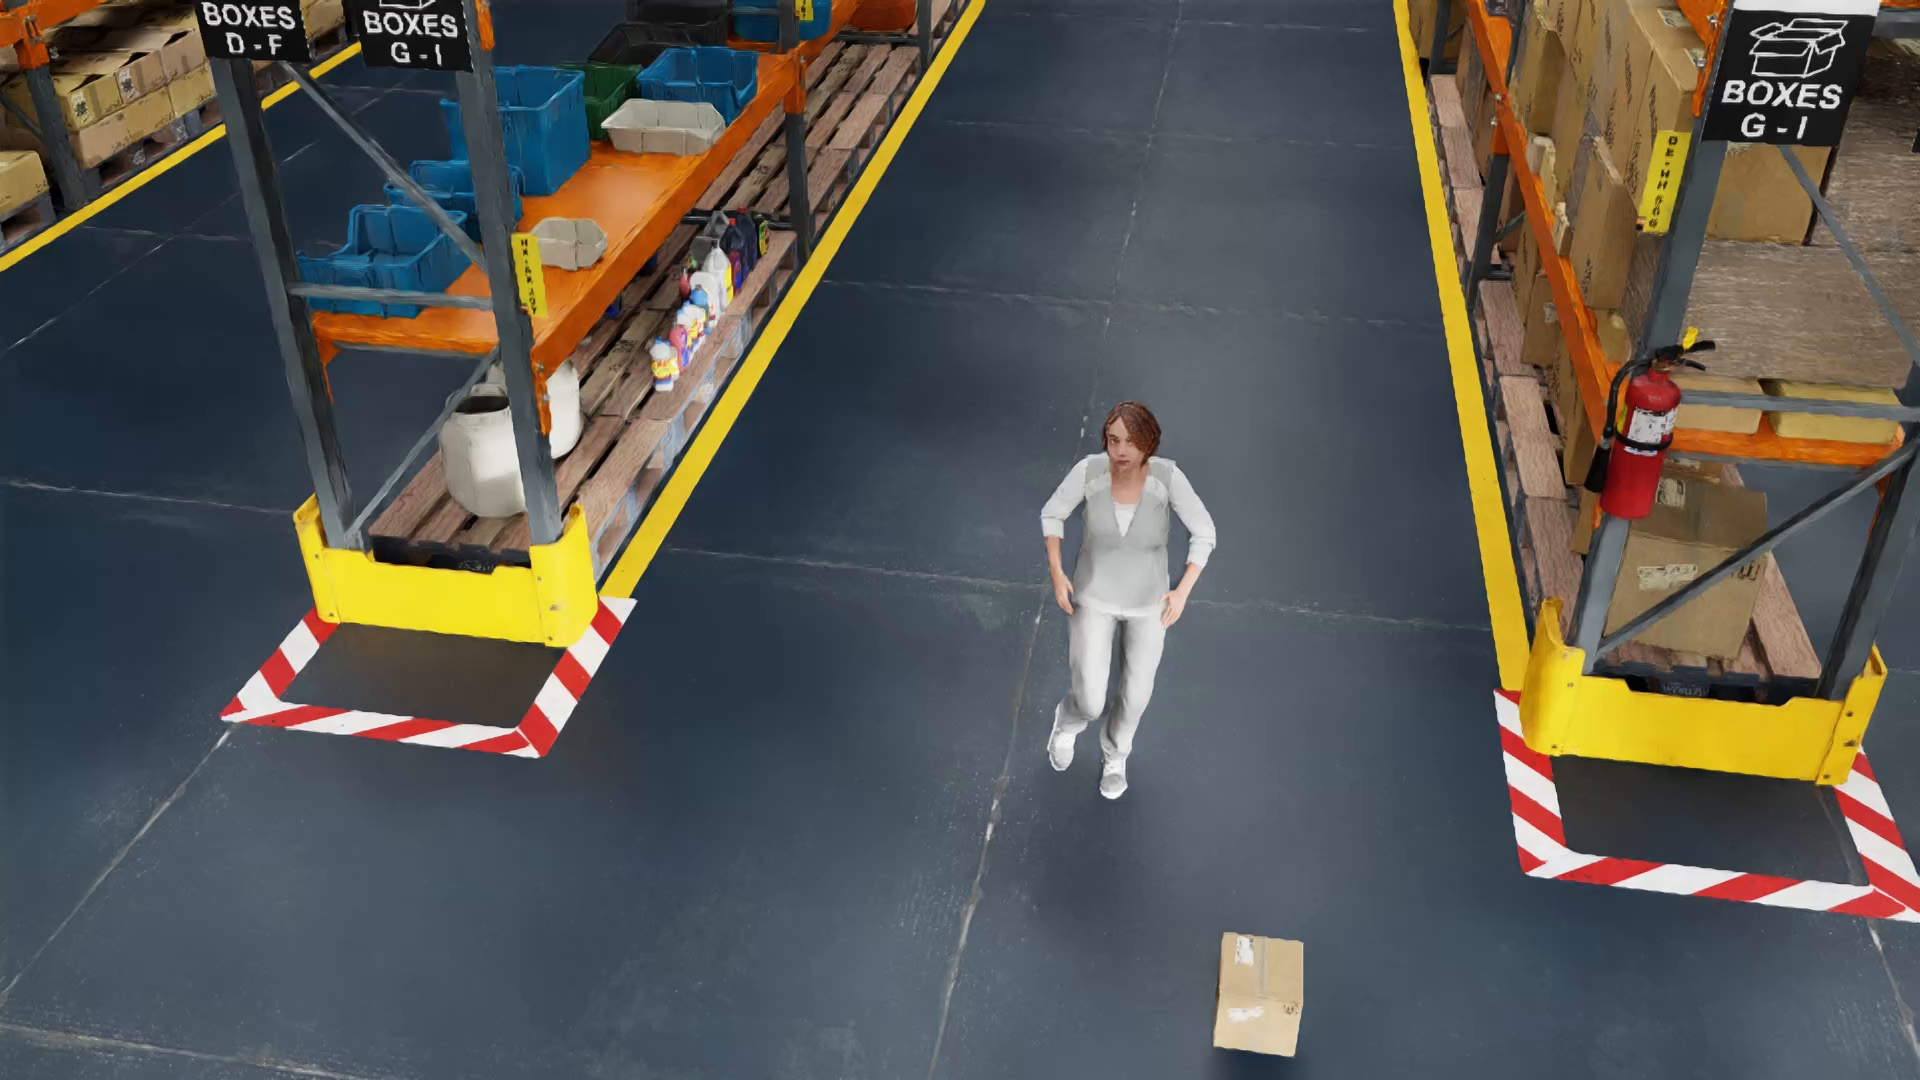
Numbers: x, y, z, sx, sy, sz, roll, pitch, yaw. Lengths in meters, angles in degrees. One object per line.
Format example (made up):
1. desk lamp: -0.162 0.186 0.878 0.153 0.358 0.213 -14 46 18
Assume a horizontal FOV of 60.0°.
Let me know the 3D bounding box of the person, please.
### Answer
1. person: 0.579 0.240 5.803 0.599 1.564 0.457 0 33 0
